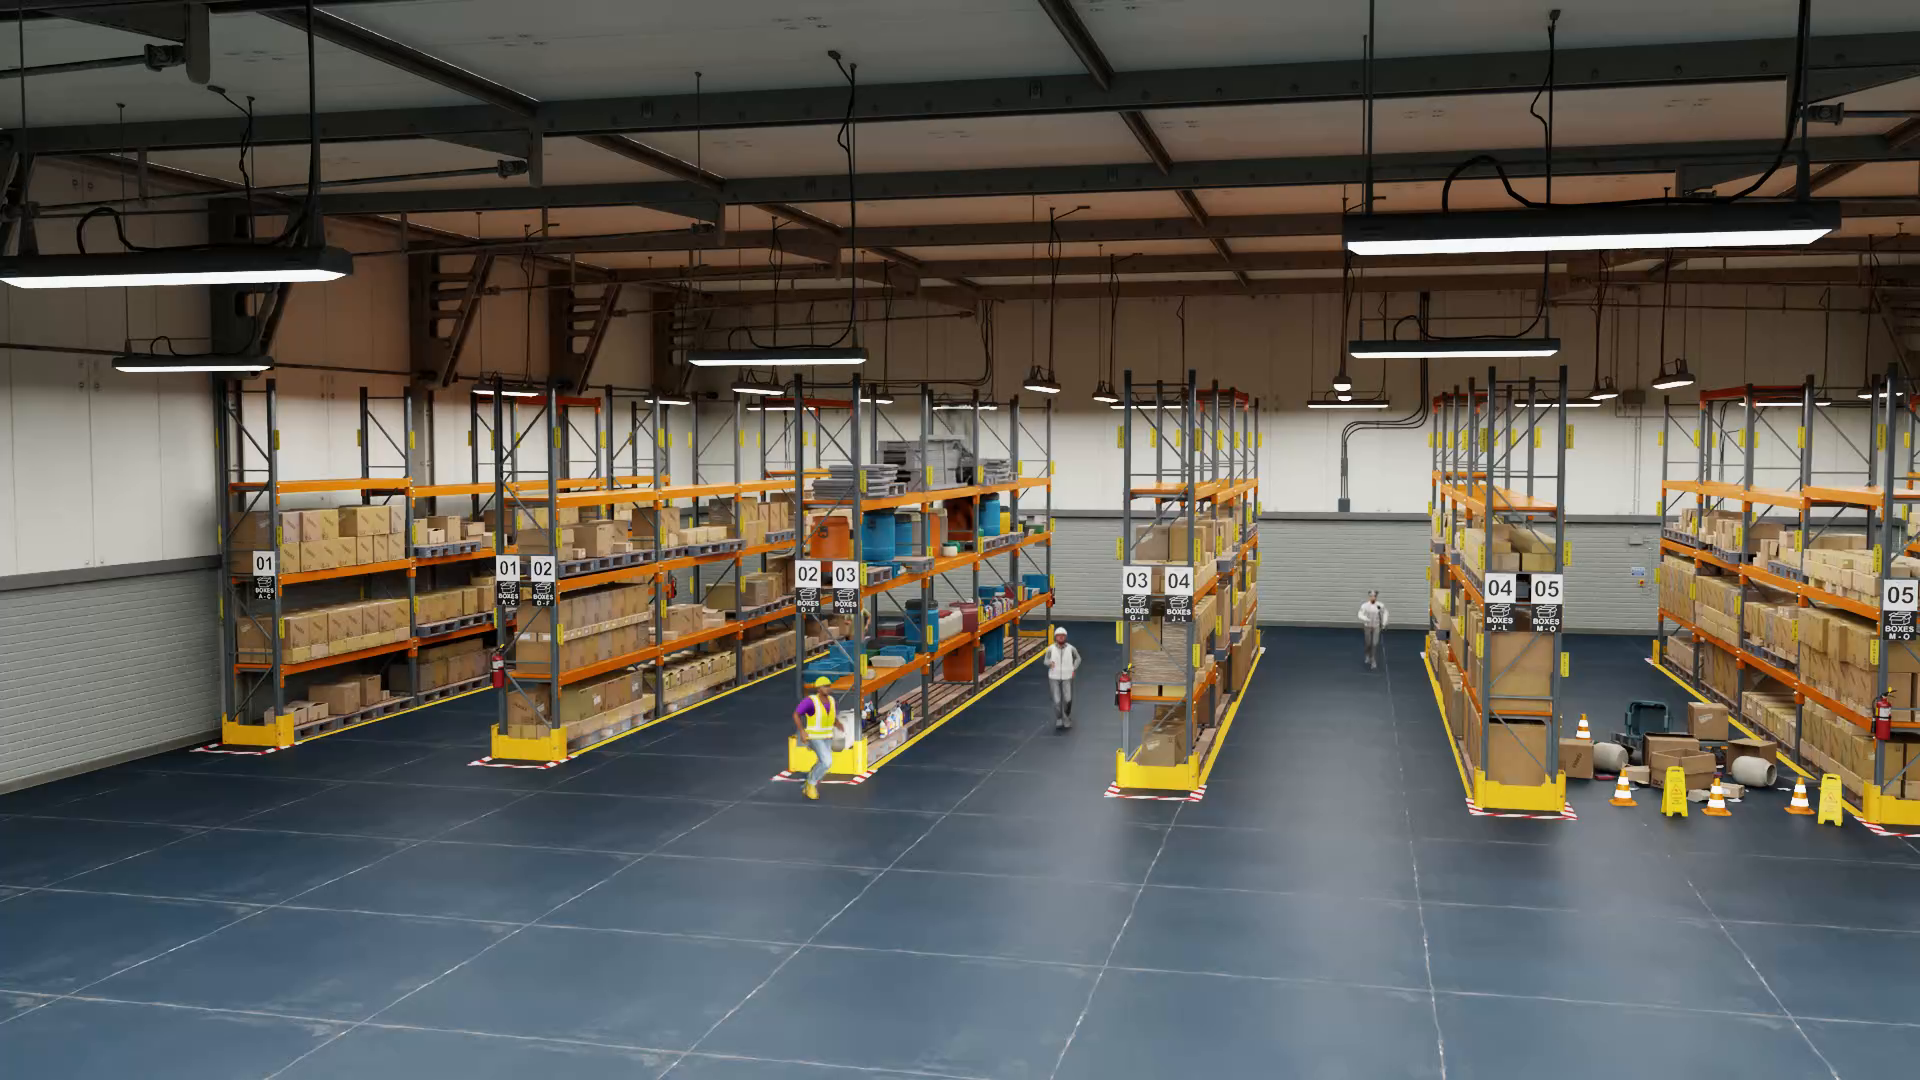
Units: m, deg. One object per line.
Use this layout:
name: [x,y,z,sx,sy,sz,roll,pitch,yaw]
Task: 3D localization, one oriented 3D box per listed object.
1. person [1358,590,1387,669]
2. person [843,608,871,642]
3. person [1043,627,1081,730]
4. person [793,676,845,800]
person: [9.127,1.950,36.783,0.635,1.720,0.826,1,4,13]
person: [-2.190,2.048,35.355,0.563,1.726,0.778,0,3,7]
person: [1.760,2.402,28.745,0.642,1.767,0.647,0,3,5]
person: [-1.937,2.746,23.160,0.733,1.708,0.634,3,5,40]
